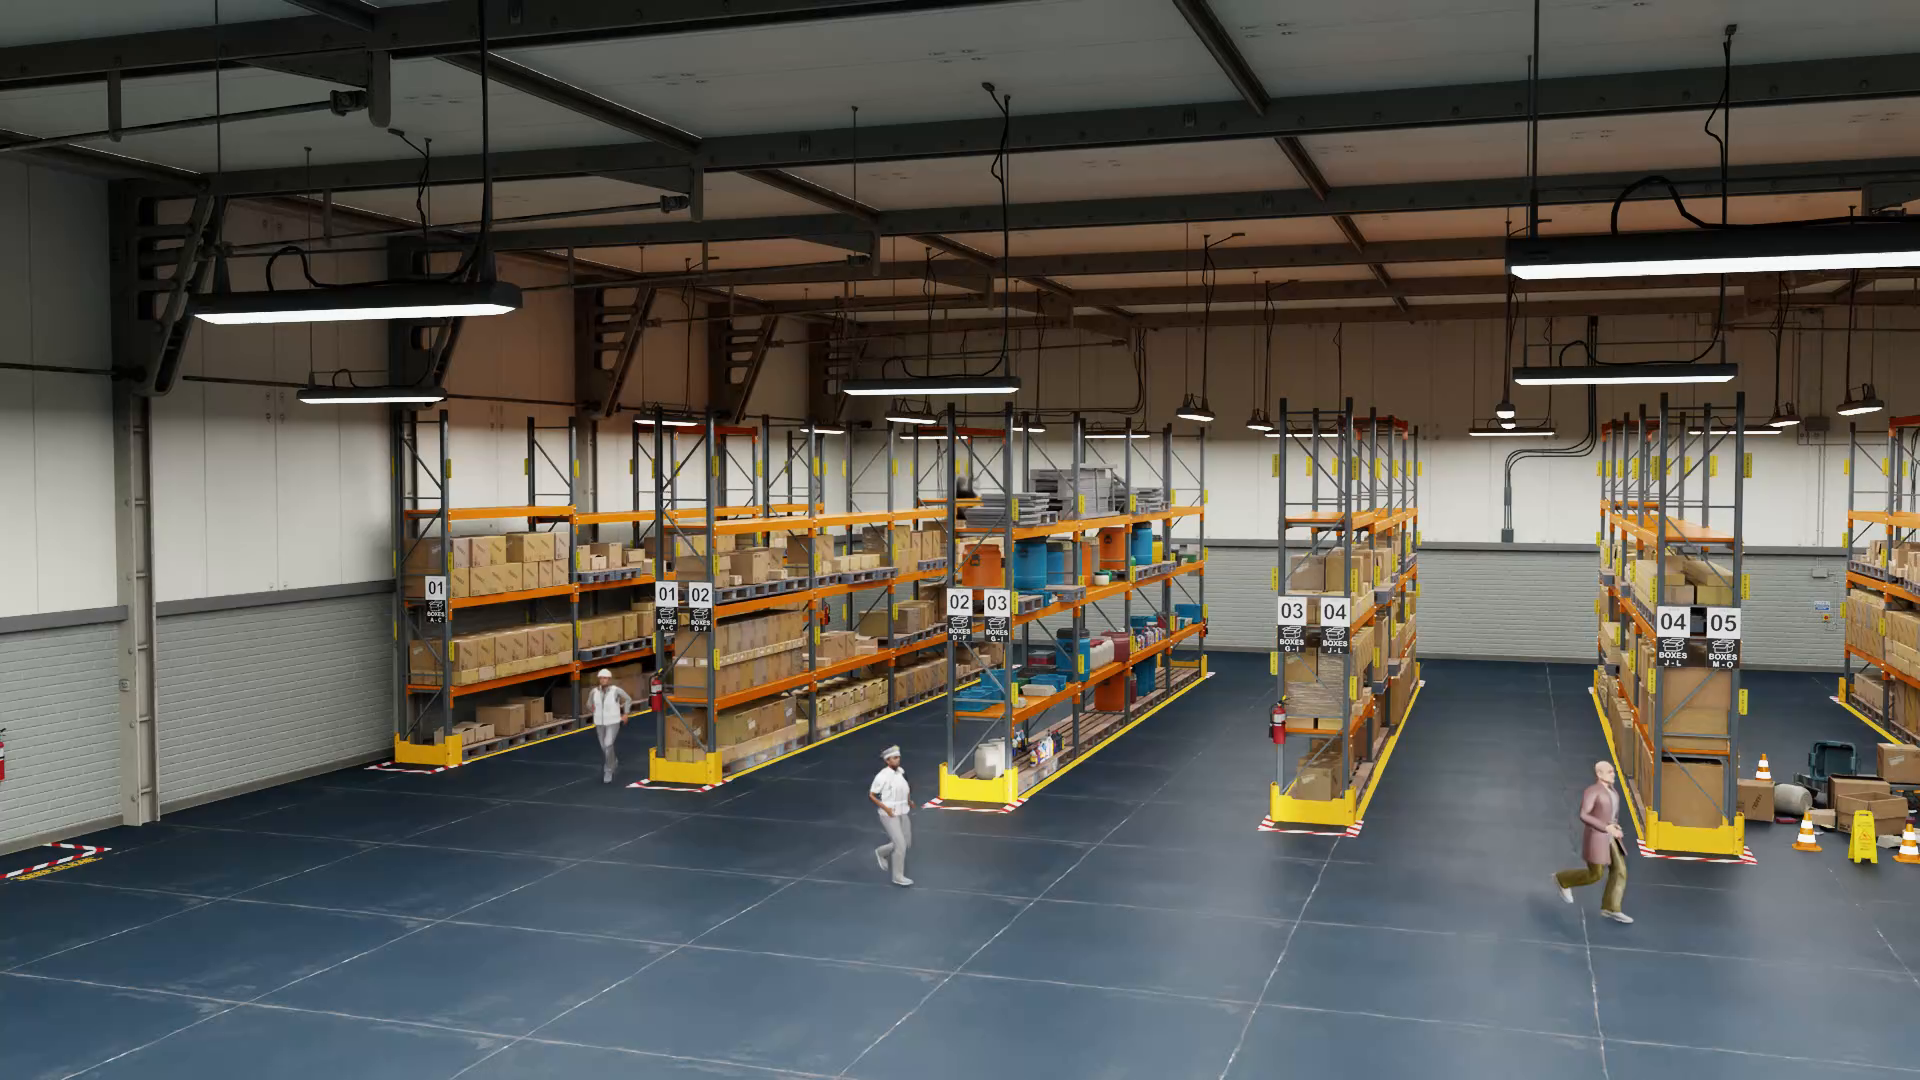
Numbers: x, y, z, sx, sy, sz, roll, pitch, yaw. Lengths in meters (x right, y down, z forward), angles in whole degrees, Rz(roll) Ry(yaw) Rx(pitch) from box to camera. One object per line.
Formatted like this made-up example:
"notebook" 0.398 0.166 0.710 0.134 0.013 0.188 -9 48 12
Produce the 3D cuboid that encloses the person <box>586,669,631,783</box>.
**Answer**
"person" -5.696 2.979 26.899 0.675 1.816 0.829 1 3 12

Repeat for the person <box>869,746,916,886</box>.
"person" -0.827 3.308 20.106 0.668 1.655 0.580 2 3 41

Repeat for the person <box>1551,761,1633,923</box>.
"person" 7.085 3.329 18.571 0.704 1.755 0.932 -2 3 -38
